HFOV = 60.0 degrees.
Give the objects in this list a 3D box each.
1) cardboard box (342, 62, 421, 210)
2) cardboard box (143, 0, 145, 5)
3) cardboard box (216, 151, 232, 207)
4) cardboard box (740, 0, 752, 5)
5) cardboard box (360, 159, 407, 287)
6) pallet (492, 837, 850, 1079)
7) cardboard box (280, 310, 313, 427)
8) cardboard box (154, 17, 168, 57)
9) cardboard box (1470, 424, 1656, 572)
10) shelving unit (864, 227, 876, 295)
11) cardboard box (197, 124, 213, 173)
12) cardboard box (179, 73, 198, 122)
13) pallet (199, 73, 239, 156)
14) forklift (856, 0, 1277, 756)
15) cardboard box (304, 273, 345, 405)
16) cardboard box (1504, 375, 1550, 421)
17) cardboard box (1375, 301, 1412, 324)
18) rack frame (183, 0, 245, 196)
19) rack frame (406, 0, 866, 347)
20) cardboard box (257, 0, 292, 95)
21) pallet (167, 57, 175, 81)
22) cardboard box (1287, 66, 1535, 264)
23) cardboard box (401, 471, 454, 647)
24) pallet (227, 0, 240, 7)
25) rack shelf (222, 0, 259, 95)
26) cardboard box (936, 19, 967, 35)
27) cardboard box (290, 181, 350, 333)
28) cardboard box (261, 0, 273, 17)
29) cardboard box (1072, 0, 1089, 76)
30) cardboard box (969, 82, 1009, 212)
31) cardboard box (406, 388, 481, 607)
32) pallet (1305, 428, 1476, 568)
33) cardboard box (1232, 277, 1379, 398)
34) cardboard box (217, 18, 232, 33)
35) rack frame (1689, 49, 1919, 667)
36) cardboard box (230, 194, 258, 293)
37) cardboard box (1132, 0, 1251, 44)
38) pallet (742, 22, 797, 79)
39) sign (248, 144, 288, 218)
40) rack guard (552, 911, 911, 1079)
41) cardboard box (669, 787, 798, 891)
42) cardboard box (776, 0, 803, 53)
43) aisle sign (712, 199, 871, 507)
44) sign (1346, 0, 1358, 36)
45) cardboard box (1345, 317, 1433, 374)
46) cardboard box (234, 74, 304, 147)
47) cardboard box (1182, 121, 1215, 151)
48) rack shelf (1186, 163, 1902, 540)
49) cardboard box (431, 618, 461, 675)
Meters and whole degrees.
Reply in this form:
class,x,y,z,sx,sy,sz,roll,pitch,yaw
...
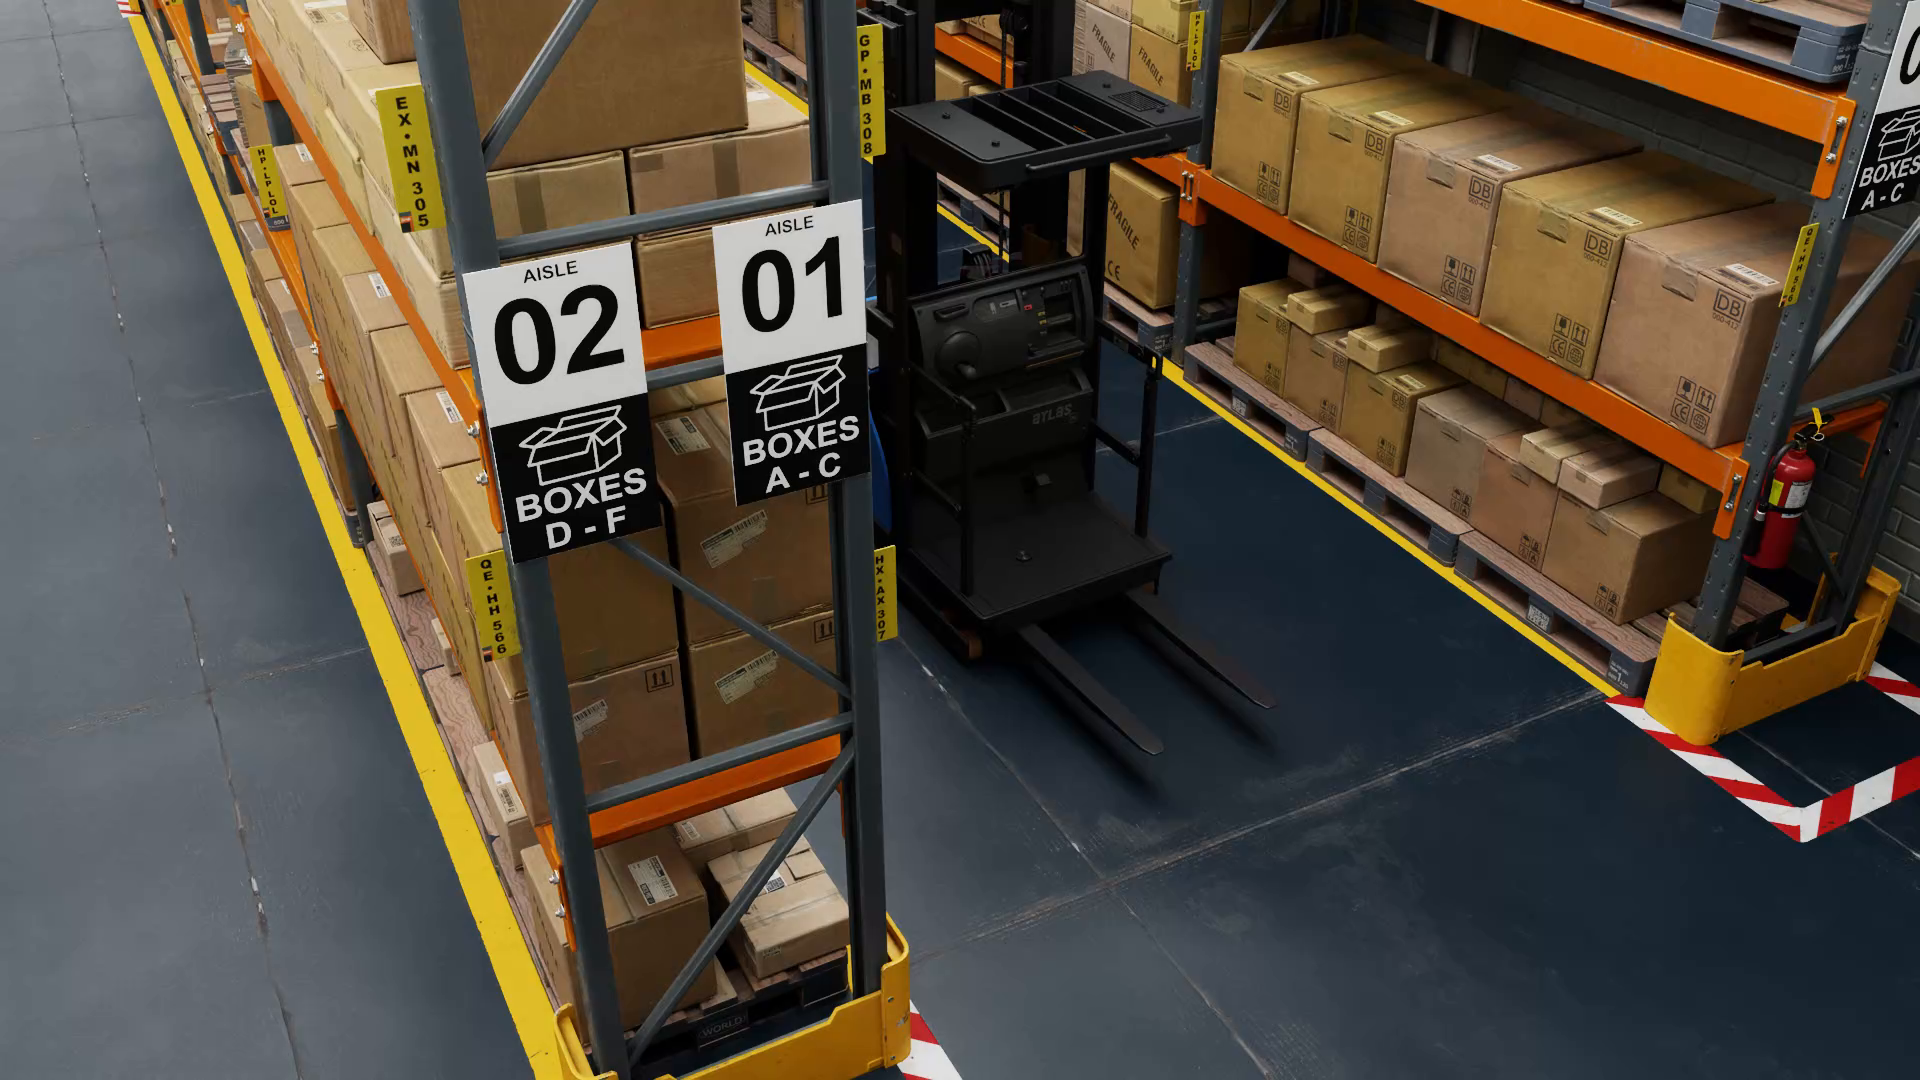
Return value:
class,x,y,z,sx,sy,sz,roll,pitch,yaw
cardboard box,-1.412,-1.164,4.682,0.500,0.250,0.500,-16,36,-23
cardboard box,-8.120,-5.677,16.990,0.500,0.250,0.500,-16,36,-23
cardboard box,-4.905,-2.595,11.660,0.500,0.311,0.500,-15,36,-22
cardboard box,-2.204,-5.549,16.849,0.380,0.166,0.250,-21,38,-29
cardboard box,-1.409,-0.954,4.818,0.500,0.250,0.500,-16,36,-23
pallet,-1.121,1.423,6.333,1.003,0.211,1.213,-16,36,-23
cardboard box,-3.518,-1.017,9.466,0.500,0.500,0.500,-15,36,-23
cardboard box,-7.188,-4.722,15.500,0.500,0.250,0.500,-16,36,-23
cardboard box,3.019,-0.254,8.294,0.700,0.500,0.500,-16,36,-23
shelving unit,-0.754,-1.300,9.388,0.587,1.500,1.083,-18,37,-26
cardboard box,-5.622,-3.092,12.955,0.500,0.250,0.500,-15,36,-22
cardboard box,-5.865,-3.569,13.181,0.500,0.311,0.500,-17,36,-25
pallet,-4.065,-2.766,10.464,1.213,0.211,1.003,-16,36,-23
forklift,0.321,-0.942,7.504,1.130,2.935,3.031,-18,37,-25
cardboard box,-2.582,-0.974,7.396,0.500,0.500,0.500,-15,36,-22
cardboard box,3.015,-0.761,8.484,0.380,0.149,0.250,-15,36,-22
cardboard box,2.539,-1.248,9.244,0.380,0.149,0.250,-17,36,-25
rack frame,-4.443,-3.152,10.890,1.000,3.000,0.127,-16,36,-23
rack frame,-0.713,-1.860,3.312,1.000,3.000,0.127,-16,36,-23
cardboard box,-2.341,-1.909,6.308,0.500,0.250,0.500,-16,36,-23
pallet,-6.642,-4.277,15.230,1.003,0.211,1.213,-16,36,-23
cardboard box,2.376,-2.005,8.820,0.980,0.700,0.700,-17,36,-24
cardboard box,-1.636,-0.008,5.889,0.500,0.500,0.500,-16,36,-23
pallet,-2.820,-2.756,7.665,1.213,0.211,1.003,-16,36,-23
rack shelf,-3.511,-3.158,8.785,1.077,0.370,4.000,-16,36,-23
cardboard box,0.045,-3.817,12.141,0.380,0.149,0.250,-15,35,-22
cardboard box,-2.366,-1.165,6.768,0.500,0.500,0.500,-17,36,-25
cardboard box,-2.337,-2.121,6.175,0.500,0.250,0.500,-16,36,-23
cardboard box,0.891,-3.307,10.743,0.500,0.500,0.500,-16,36,-23
cardboard box,0.567,-2.868,12.049,0.750,0.750,0.750,-16,36,-23
cardboard box,-1.400,-0.182,5.233,0.500,0.500,0.500,-15,36,-22
pallet,2.660,-0.351,9.103,1.003,0.211,1.213,-16,36,-23
cardboard box,2.060,-1.233,9.821,0.700,0.500,0.500,-15,36,-23
cardboard box,-5.088,-3.641,11.885,0.380,0.149,0.250,-13,35,-20
rack frame,3.667,-0.582,6.878,1.000,3.000,0.127,-16,36,-23
cardboard box,-4.484,-1.996,10.994,0.500,0.500,0.500,-14,35,-21
cardboard box,1.358,-3.141,9.790,0.500,0.250,0.500,-15,36,-22
pallet,-1.563,-4.764,15.990,1.003,0.211,1.213,-16,36,-23
sign,-3.068,-1.589,7.377,0.100,0.325,0.005,-16,36,-23
rack guard,-0.749,1.682,5.661,1.175,0.500,0.348,-16,36,-23
cardboard box,-0.949,1.069,6.442,0.500,0.250,0.500,-16,36,-23
cardboard box,-1.284,-4.861,15.465,0.700,0.500,0.500,-17,36,-24
aisle sign,-0.422,-0.470,4.294,0.394,0.787,0.004,-16,36,-23
sign,2.293,-3.029,9.822,0.100,0.325,0.005,-16,36,-23
cardboard box,2.302,-1.047,8.931,0.380,0.149,0.250,-17,36,-24
cardboard box,-3.457,-2.290,9.062,0.700,0.500,0.500,-26,41,-35
cardboard box,1.394,-2.484,10.061,0.380,0.149,0.250,-16,36,-23
rack shelf,2.735,-1.234,8.562,1.077,0.370,4.000,-16,36,-23
cardboard box,-2.162,0.430,7.518,0.380,0.166,0.250,-16,36,-23
